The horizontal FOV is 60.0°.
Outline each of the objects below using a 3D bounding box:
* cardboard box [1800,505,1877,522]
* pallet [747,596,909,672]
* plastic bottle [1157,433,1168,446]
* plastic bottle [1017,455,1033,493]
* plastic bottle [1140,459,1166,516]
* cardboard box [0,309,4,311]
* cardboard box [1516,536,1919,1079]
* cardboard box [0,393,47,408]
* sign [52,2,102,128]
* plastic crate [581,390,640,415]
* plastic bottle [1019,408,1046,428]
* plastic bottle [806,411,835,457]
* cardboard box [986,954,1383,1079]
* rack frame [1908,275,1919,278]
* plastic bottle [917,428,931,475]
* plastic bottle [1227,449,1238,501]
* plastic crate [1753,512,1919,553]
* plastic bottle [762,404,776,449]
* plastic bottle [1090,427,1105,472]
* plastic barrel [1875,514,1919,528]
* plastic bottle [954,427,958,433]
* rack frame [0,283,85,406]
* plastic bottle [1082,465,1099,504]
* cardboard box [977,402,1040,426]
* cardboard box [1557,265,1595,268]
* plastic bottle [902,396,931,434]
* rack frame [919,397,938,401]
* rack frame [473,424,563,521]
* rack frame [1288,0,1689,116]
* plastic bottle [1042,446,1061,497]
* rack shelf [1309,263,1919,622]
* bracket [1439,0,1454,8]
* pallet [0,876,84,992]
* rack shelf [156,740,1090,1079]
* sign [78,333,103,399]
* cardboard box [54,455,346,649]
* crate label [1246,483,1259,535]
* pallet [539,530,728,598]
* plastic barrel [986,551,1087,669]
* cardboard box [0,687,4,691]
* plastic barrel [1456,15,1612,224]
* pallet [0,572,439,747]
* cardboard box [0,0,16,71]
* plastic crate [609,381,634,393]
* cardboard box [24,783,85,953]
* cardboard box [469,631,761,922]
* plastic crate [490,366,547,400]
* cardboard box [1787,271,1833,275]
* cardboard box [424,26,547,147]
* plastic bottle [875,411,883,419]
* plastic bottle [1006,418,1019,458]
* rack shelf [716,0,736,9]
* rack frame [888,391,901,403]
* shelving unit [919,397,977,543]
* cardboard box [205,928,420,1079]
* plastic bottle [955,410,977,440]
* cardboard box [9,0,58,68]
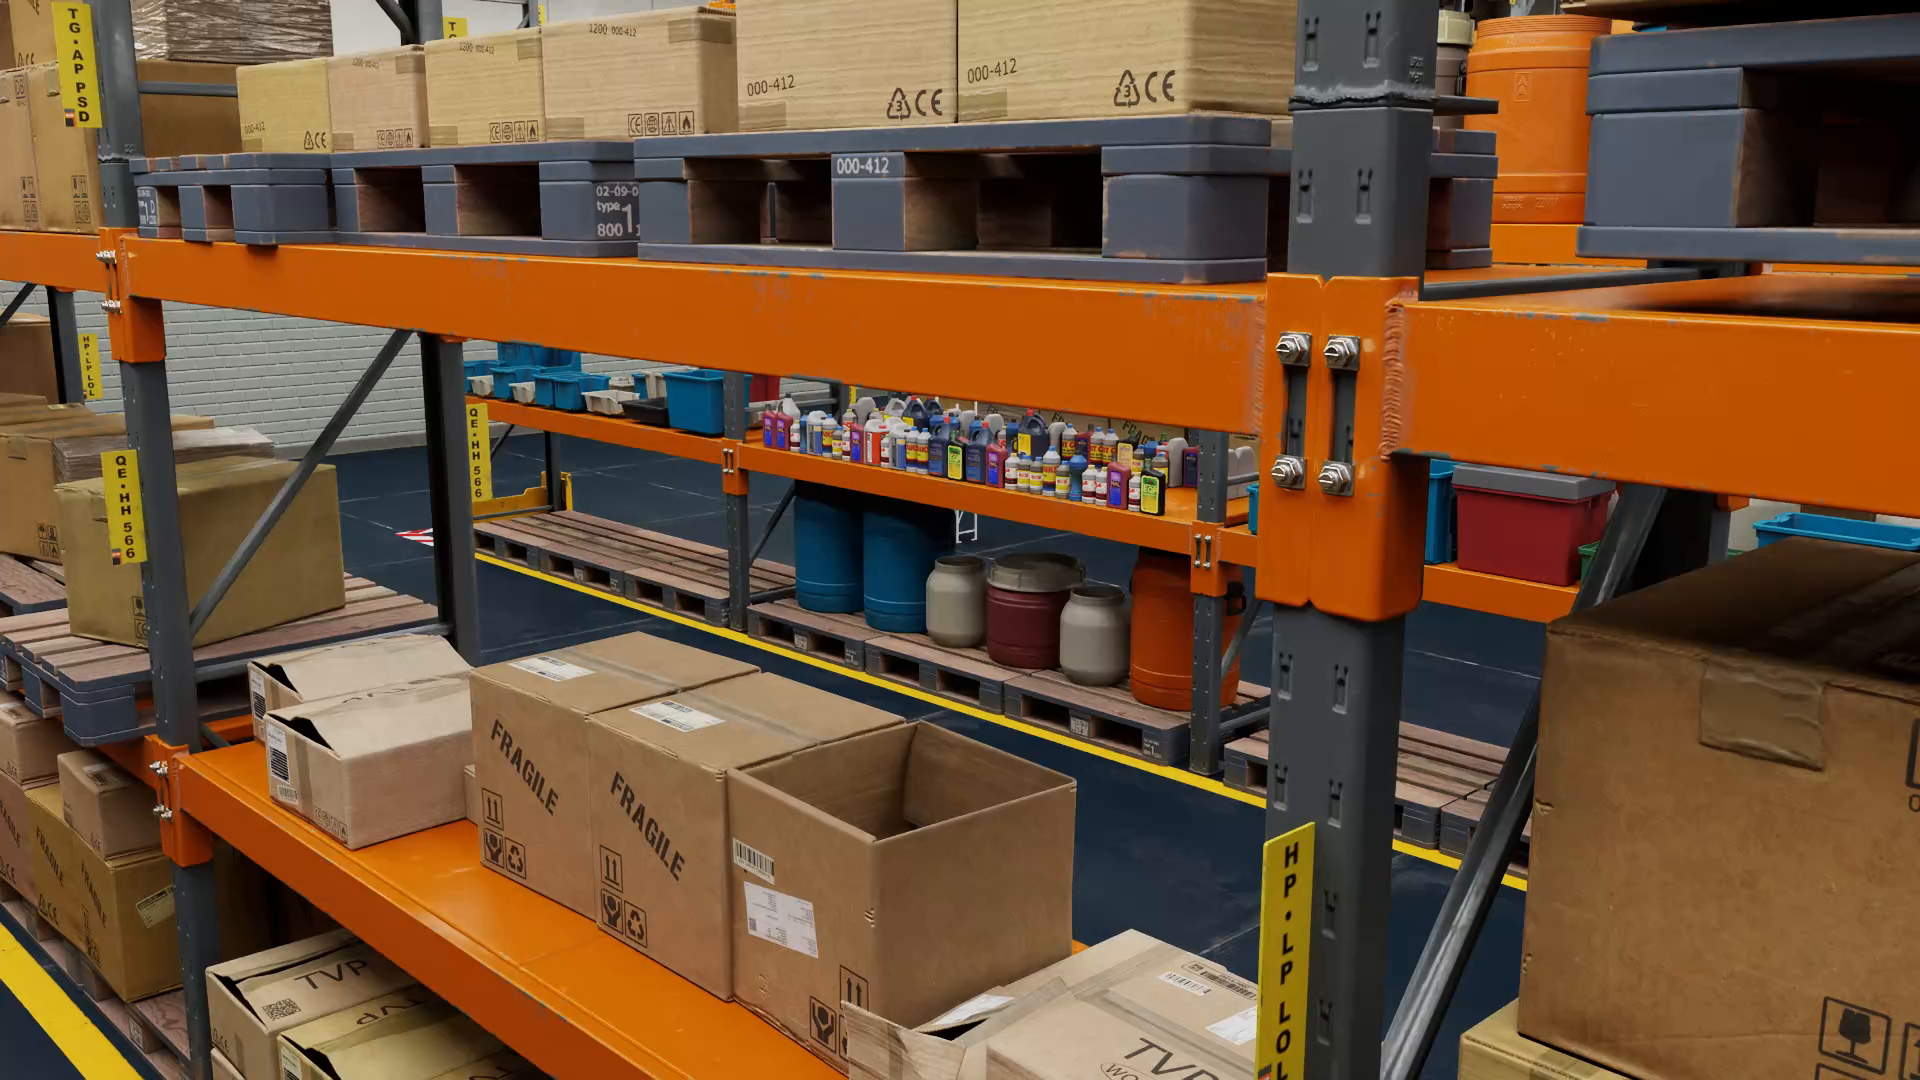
[{"bbox_3d":[6.025,-0.210,11.244,0.500,0.250,0.500,-9,14,-36],"label":"cardboard box"},{"bbox_3d":[-0.675,0.569,11.125,1.003,0.211,1.213,-11,16,-43],"label":"pallet"},{"bbox_3d":[1.141,-0.476,9.576,0.061,0.283,0.133,-11,16,-43],"label":"plastic bottle"},{"bbox_3d":[0.368,-0.372,9.275,0.097,0.201,0.097,0,12,0],"label":"plastic bottle"},{"bbox_3d":[0.997,-0.274,8.595,0.061,0.283,0.133,-11,16,-43],"label":"plastic bottle"},{"bbox_3d":[-5.596,-1.022,9.214,0.500,0.500,0.500,11,16,43],"label":"cardboard box"},{"bbox_3d":[1.073,0.322,1.953,0.700,0.500,0.500,-11,16,-42],"label":"cardboard box"},{"bbox_3d":[-4.597,-0.380,7.532,0.500,0.500,0.700,6,13,26],"label":"cardboard box"},{"bbox_3d":[-2.394,-1.288,4.517,0.100,0.325,0.005,-11,16,-43],"label":"sign"},{"bbox_3d":[-2.597,-1.027,12.469,0.293,0.136,0.466,-11,16,-43],"label":"plastic crate"},{"bbox_3d":[0.455,-0.641,10.214,0.144,0.351,0.185,-11,16,-43],"label":"plastic bottle"},{"bbox_3d":[-0.880,-0.680,10.586,0.152,0.276,0.135,-11,16,-43],"label":"plastic bottle"},{"bbox_3d":[0.391,0.950,2.738,0.500,0.250,0.500,-10,15,-39],"label":"cardboard box"},{"bbox_3d":[8.824,-1.698,15.219,1.000,3.000,0.127,-11,16,-43],"label":"rack frame"},{"bbox_3d":[-0.206,-0.527,9.856,0.097,0.271,0.097,0,12,0],"label":"plastic bottle"},{"bbox_3d":[1.410,-0.357,9.020,0.152,0.276,0.135,-11,16,-43],"label":"plastic bottle"},{"bbox_3d":[3.361,0.143,6.324,0.392,0.384,0.575,-11,16,-43],"label":"plastic crate"},{"bbox_3d":[-1.233,-0.745,10.882,0.061,0.283,0.133,-11,16,-43],"label":"plastic bottle"},{"bbox_3d":[0.822,-0.532,9.879,0.097,0.271,0.097,0,12,0],"label":"plastic bottle"},{"bbox_3d":[3.845,0.016,6.564,0.433,0.535,0.433,0,12,0],"label":"plastic barrel"},{"bbox_3d":[-0.035,-0.533,9.885,0.097,0.271,0.097,0,12,0],"label":"plastic bottle"},{"bbox_3d":[-4.762,-0.225,8.071,1.000,3.000,0.127,-11,16,-43],"label":"rack frame"},{"bbox_3d":[0.704,-0.301,8.930,0.097,0.201,0.097,0,12,0],"label":"plastic bottle"},{"bbox_3d":[0.771,-1.139,16.730,0.875,0.875,0.875,-11,16,-43],"label":"cardboard box"},{"bbox_3d":[8.344,-3.703,22.227,0.500,0.500,0.500,-11,16,-42],"label":"cardboard box"},{"bbox_3d":[-0.282,-0.755,10.765,0.144,0.351,0.185,-11,16,-43],"label":"plastic bottle"},{"bbox_3d":[-0.283,-0.647,14.580,0.240,1.200,0.015,-11,16,-43],"label":"rack frame"},{"bbox_3d":[-3.940,-1.499,14.252,1.000,3.000,0.127,-11,16,-43],"label":"rack frame"},{"bbox_3d":[0.762,-1.996,1.799,1.000,3.000,0.127,-11,16,-43],"label":"rack frame"},{"bbox_3d":[0.502,-0.378,9.130,0.097,0.271,0.097,0,12,0],"label":"plastic bottle"},{"bbox_3d":[2.143,0.117,0.757,1.077,0.370,4.000,-11,16,-43],"label":"rack shelf"},{"bbox_3d":[8.644,-9.494,29.270,0.235,0.232,0.430,-11,16,-43],"label":"bracket"},{"bbox_3d":[-3.327,1.432,6.937,1.003,0.211,1.213,-11,16,-43],"label":"pallet"},{"bbox_3d":[-0.619,1.003,3.893,1.077,0.370,4.000,-11,16,-43],"label":"rack shelf"},{"bbox_3d":[-4.363,-0.870,8.332,0.100,0.325,0.005,-11,16,-43],"label":"sign"},{"bbox_3d":[-2.516,0.028,5.555,0.500,0.500,0.700,6,13,26],"label":"cardboard box"},{"bbox_3d":[1.605,-0.135,8.050,0.303,0.233,0.416,-11,16,-43],"label":"crate label"},{"bbox_3d":[-2.560,0.171,13.059,1.003,0.211,1.213,-11,16,-43],"label":"pallet"},{"bbox_3d":[0.455,0.410,9.921,0.600,0.588,0.708,-11,16,-43],"label":"plastic barrel"},{"bbox_3d":[-3.914,0.667,6.987,0.500,0.250,0.500,-11,16,-42],"label":"cardboard box"},{"bbox_3d":[2.447,-1.765,7.047,0.600,0.830,0.708,-11,16,-43],"label":"plastic barrel"},{"bbox_3d":[-2.519,0.363,5.690,1.213,0.211,1.003,-11,16,-43],"label":"pallet"},{"bbox_3d":[-3.545,-1.720,6.356,0.600,0.600,0.600,11,16,43],"label":"cardboard box"},{"bbox_3d":[-2.628,-1.183,13.225,0.298,0.136,0.250,-11,16,-43],"label":"plastic crate"},{"bbox_3d":[-3.173,1.188,6.316,0.500,0.500,0.500,11,16,43],"label":"cardboard box"},{"bbox_3d":[-0.829,0.552,4.050,0.500,0.500,0.500,11,16,42],"label":"cardboard box"},{"bbox_3d":[-3.553,-1.268,13.399,0.416,0.233,0.300,-11,16,-43],"label":"plastic crate"},{"bbox_3d":[10.384,-3.277,20.156,0.500,0.500,0.500,11,16,44],"label":"cardboard box"},{"bbox_3d":[-0.884,-1.025,3.852,0.500,0.250,0.500,-11,16,-44],"label":"cardboard box"},{"bbox_3d":[-0.523,-0.764,11.179,0.097,0.201,0.097,0,12,0],"label":"plastic bottle"},{"bbox_3d":[0.330,-0.618,10.296,0.097,0.271,0.097,0,12,0],"label":"plastic bottle"},{"bbox_3d":[0.204,-3.013,9.510,1.077,0.370,4.000,-11,16,-43],"label":"rack shelf"},{"bbox_3d":[-0.357,-2.189,17.602,1.000,3.000,0.127,-11,16,-43],"label":"rack frame"},{"bbox_3d":[-0.114,-0.612,14.408,0.258,1.200,0.503,-11,16,-43],"label":"shelving unit"},{"bbox_3d":[-1.851,1.342,4.846,0.500,0.311,0.500,-10,15,-41],"label":"cardboard box"},{"bbox_3d":[0.022,-0.695,10.659,0.152,0.276,0.135,-11,16,-43],"label":"plastic bottle"},{"bbox_3d":[-3.001,-1.863,5.860,0.500,0.500,0.500,-11,16,-43],"label":"cardboard box"}]
